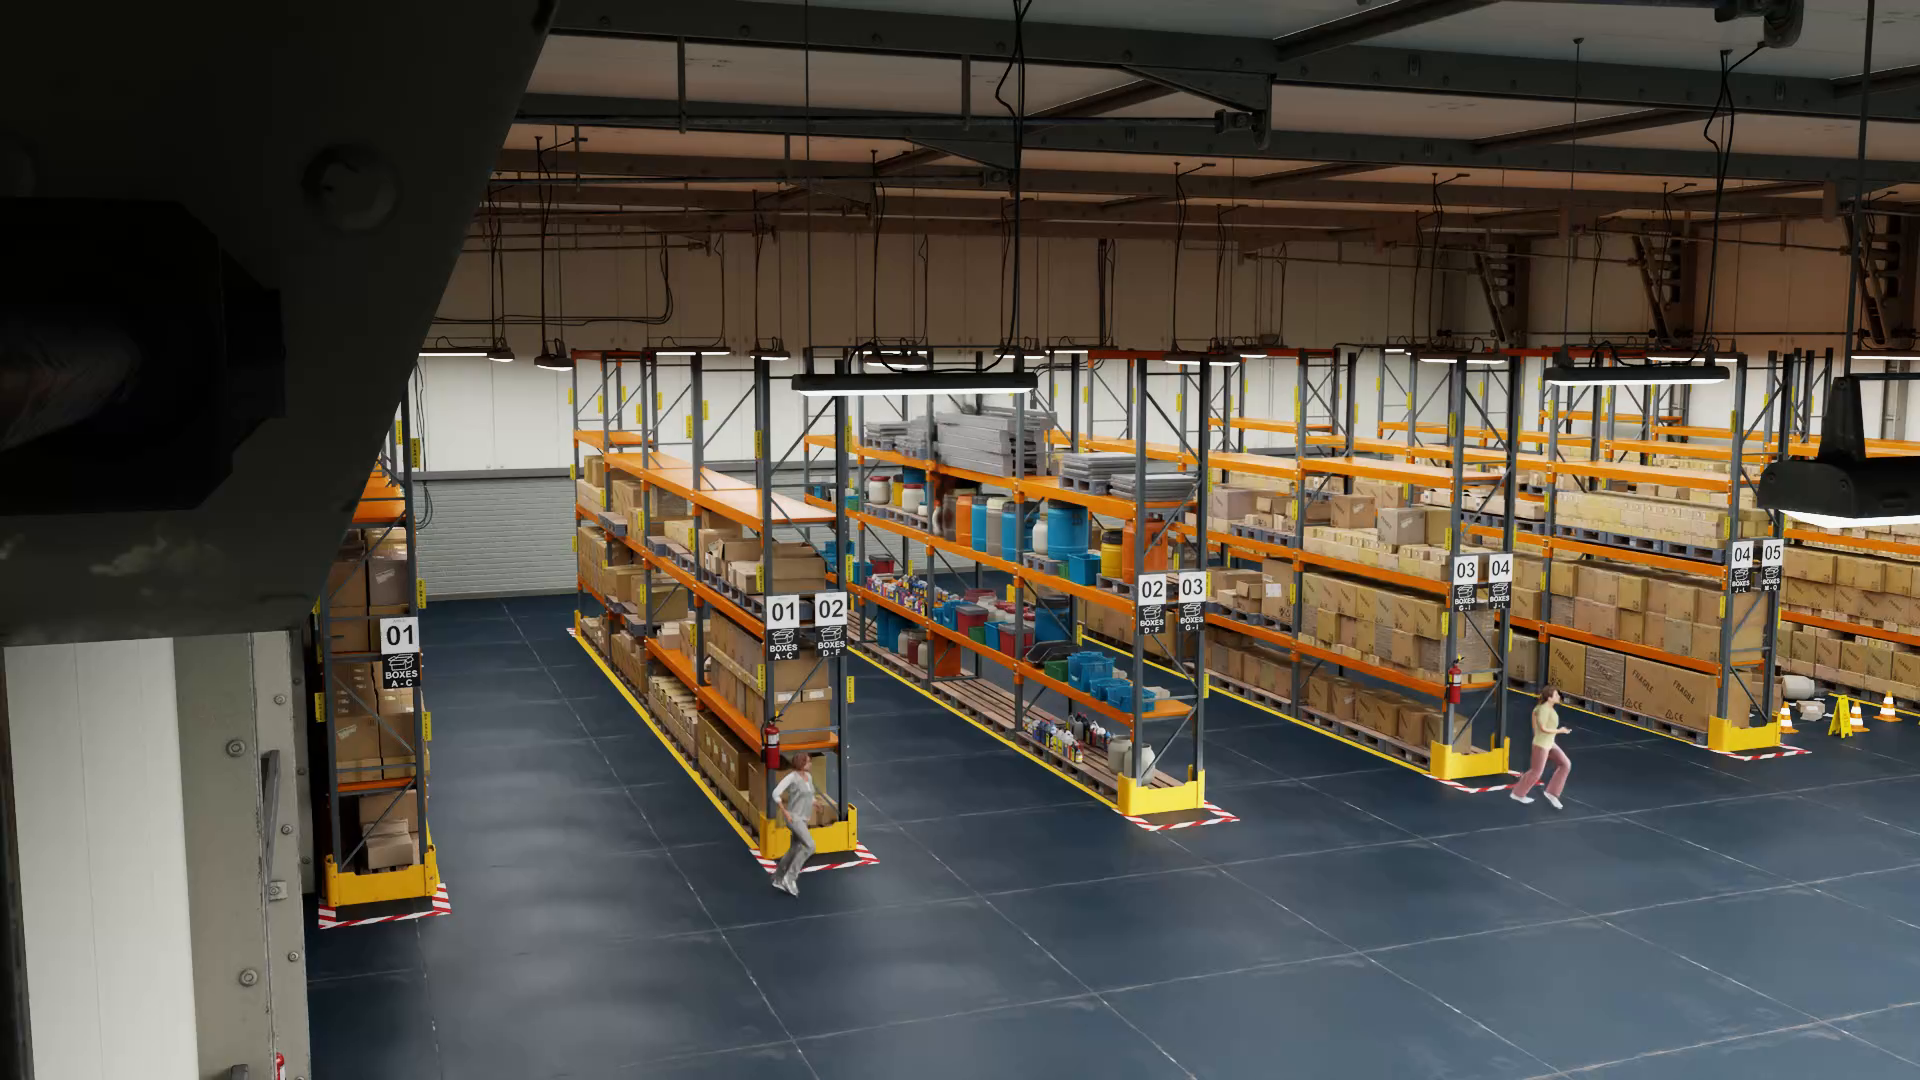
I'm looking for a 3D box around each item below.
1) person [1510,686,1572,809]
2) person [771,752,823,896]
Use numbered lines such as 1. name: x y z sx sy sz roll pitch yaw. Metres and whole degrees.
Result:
1. person: 7.777 2.762 22.223 0.759 1.670 0.601 4 8 29
2. person: -1.842 3.210 18.939 0.596 1.573 0.569 2 7 18
